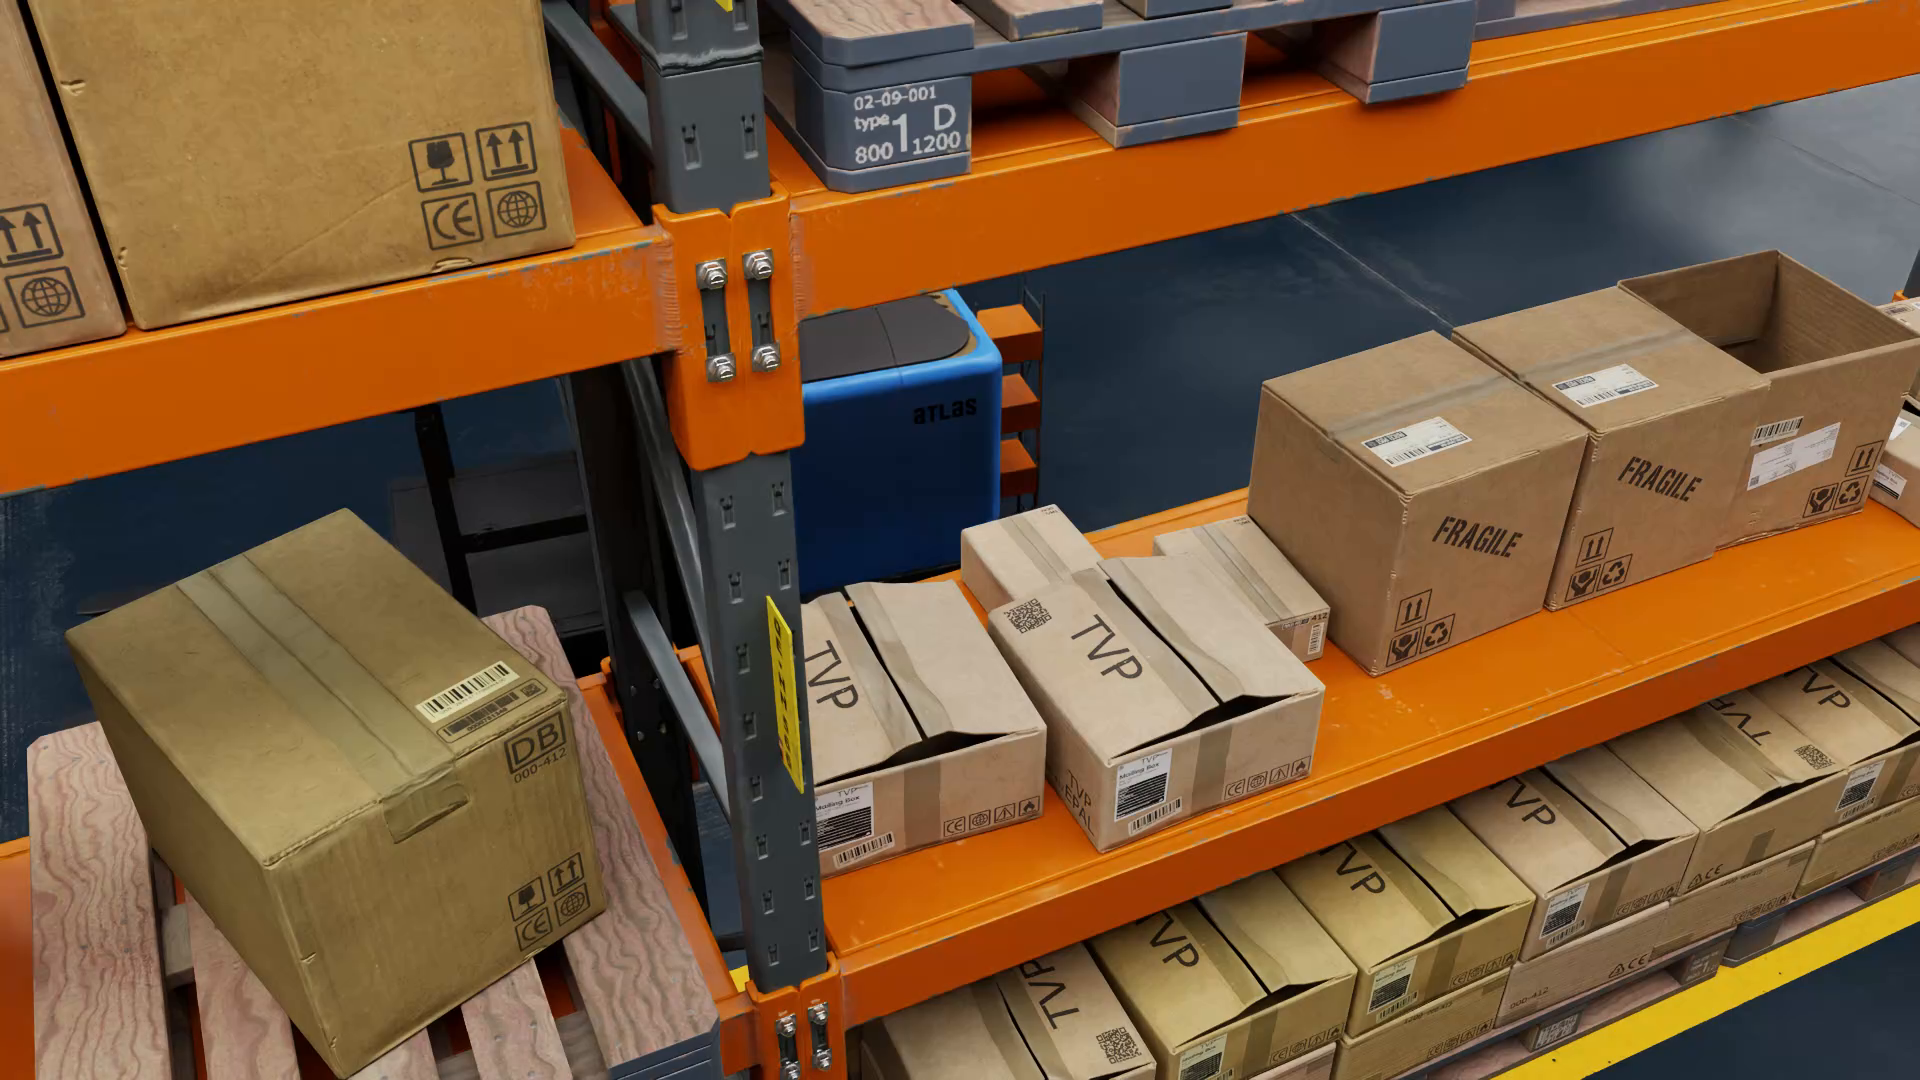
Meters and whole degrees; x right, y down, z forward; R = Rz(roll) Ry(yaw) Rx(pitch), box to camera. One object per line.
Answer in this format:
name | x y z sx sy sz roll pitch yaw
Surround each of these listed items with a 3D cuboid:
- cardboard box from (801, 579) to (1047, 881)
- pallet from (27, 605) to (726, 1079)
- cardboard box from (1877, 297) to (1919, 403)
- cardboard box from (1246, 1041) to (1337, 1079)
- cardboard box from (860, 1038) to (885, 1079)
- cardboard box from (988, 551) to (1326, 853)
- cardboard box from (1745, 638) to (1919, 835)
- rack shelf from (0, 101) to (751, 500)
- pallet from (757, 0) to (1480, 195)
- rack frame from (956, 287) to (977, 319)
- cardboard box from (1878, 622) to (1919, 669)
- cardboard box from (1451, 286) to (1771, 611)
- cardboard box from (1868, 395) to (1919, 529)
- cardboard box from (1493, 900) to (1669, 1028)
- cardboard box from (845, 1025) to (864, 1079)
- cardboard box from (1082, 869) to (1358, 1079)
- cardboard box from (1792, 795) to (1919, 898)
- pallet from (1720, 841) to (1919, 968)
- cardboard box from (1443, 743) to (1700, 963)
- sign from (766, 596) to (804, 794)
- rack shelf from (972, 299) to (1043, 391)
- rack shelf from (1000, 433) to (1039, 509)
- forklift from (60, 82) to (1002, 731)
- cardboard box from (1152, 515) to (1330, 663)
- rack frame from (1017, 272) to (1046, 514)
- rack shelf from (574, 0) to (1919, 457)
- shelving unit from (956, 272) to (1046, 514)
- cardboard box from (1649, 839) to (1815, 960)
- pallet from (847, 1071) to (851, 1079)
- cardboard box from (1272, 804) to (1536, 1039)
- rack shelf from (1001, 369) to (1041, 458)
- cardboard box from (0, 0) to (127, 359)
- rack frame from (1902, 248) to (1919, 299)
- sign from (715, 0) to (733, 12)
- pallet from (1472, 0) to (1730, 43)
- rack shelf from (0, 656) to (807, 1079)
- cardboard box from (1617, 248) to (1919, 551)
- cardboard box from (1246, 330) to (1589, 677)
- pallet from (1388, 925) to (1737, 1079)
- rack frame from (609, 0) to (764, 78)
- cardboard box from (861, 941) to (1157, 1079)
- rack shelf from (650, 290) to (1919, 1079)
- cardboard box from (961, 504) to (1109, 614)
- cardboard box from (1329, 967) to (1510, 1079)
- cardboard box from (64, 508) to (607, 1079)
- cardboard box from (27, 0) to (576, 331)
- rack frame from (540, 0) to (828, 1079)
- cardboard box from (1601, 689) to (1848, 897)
cardboard box | -0.156 0.346 3.340 0.500 0.311 0.500 -13 39 -17
pallet | -1.087 0.666 2.996 1.003 0.211 1.213 -16 39 -20
cardboard box | 2.690 -0.425 4.431 0.500 0.250 0.500 -13 39 -17
cardboard box | 0.550 1.213 4.052 0.500 0.250 0.500 -17 40 -21
cardboard box | 0.096 1.341 3.880 0.500 0.250 0.500 -16 39 -20
cardboard box | 0.389 0.293 3.412 0.500 0.311 0.500 -16 39 -20
cardboard box | 2.405 0.469 4.584 0.500 0.311 0.500 -15 39 -19
rack shelf | -2.314 -0.031 1.859 4.000 0.370 1.077 -16 39 -20
pallet | 0.073 -0.970 2.680 1.003 0.211 1.213 -14 39 -18
rack frame | 0.022 -0.419 5.934 0.008 1.050 0.200 -12 38 -15
cardboard box | 2.873 0.334 4.766 0.500 0.311 0.500 -16 39 -20
cardboard box | 1.485 -0.228 3.955 0.500 0.500 0.500 -16 39 -20
cardboard box | 2.400 -0.258 4.193 0.258 0.266 0.396 -17 40 -21
cardboard box | 1.483 0.948 4.409 0.500 0.250 0.500 -15 39 -19
cardboard box | -0.131 1.050 4.272 0.500 0.250 0.500 -15 39 -19
cardboard box | 0.567 0.978 3.899 0.500 0.311 0.500 -17 40 -21
cardboard box | 2.407 0.691 4.757 0.500 0.250 0.500 -16 40 -21
pallet | 2.467 0.694 5.137 1.213 0.211 1.003 -16 39 -20
cardboard box | 1.495 0.720 4.247 0.500 0.311 0.500 -16 39 -21
sign | -0.264 0.236 2.508 0.005 0.325 0.100 -16 39 -20
rack shelf | 0.138 -0.662 5.803 0.240 0.259 0.215 -12 38 -15
rack shelf | 0.138 -0.211 6.137 0.240 0.259 0.215 -12 38 -15
forklift | -1.425 -0.887 4.986 3.031 2.935 1.130 -11 38 -15
cardboard box | 0.627 0.127 3.772 0.250 0.149 0.380 -13 38 -17
rack frame | 0.253 -0.466 5.997 0.008 1.050 0.200 -12 38 -15
rack shelf | 1.307 -1.043 3.224 4.000 0.370 1.077 -16 39 -20
shelving unit | 0.138 -0.443 5.965 0.252 1.050 0.215 -12 38 -15
cardboard box | 1.944 0.820 4.582 0.500 0.250 0.500 -15 39 -19
pallet | 0.258 1.312 4.304 1.213 0.211 1.003 -16 39 -20
cardboard box | 1.030 0.850 4.071 0.500 0.311 0.500 -17 40 -21
rack shelf | 0.138 -0.434 5.972 0.240 0.259 0.215 -12 38 -15
cardboard box | -1.346 -0.608 1.950 0.500 0.500 0.910 -16 39 -20
rack frame | 3.118 -0.633 4.586 0.127 3.000 1.000 -16 39 -20
sign | -0.275 -0.740 1.778 0.005 0.325 0.100 -16 39 -20
pallet | 1.084 -1.255 3.064 1.213 0.211 1.003 -14 39 -18
rack shelf | -2.314 1.174 2.753 4.000 0.370 1.077 -16 39 -20
cardboard box | 1.939 -0.355 4.126 0.500 0.500 0.500 -13 38 -17
cardboard box | 1.009 -0.095 3.776 0.500 0.500 0.500 -18 40 -22
pallet | 1.361 1.005 4.718 1.213 0.211 1.003 -16 39 -20
rack frame | -0.503 -2.031 1.434 0.127 3.000 1.000 -16 39 -20
cardboard box | 0.096 1.115 3.713 0.500 0.311 0.500 -14 39 -18
rack shelf | 1.307 0.162 4.118 4.000 0.370 1.077 -16 39 -20
cardboard box | 0.193 0.103 3.804 0.250 0.149 0.380 -16 39 -20
cardboard box | 1.018 1.078 4.234 0.500 0.250 0.500 -17 40 -21
cardboard box | -1.026 0.390 2.769 0.500 0.500 0.700 -30 46 -34
cardboard box | -0.884 -0.737 2.124 0.500 0.500 0.910 -16 39 -20
rack frame | -0.503 0.379 3.221 0.127 3.000 1.000 -16 39 -20
cardboard box | 1.952 0.594 4.416 0.500 0.311 0.500 -16 39 -20
